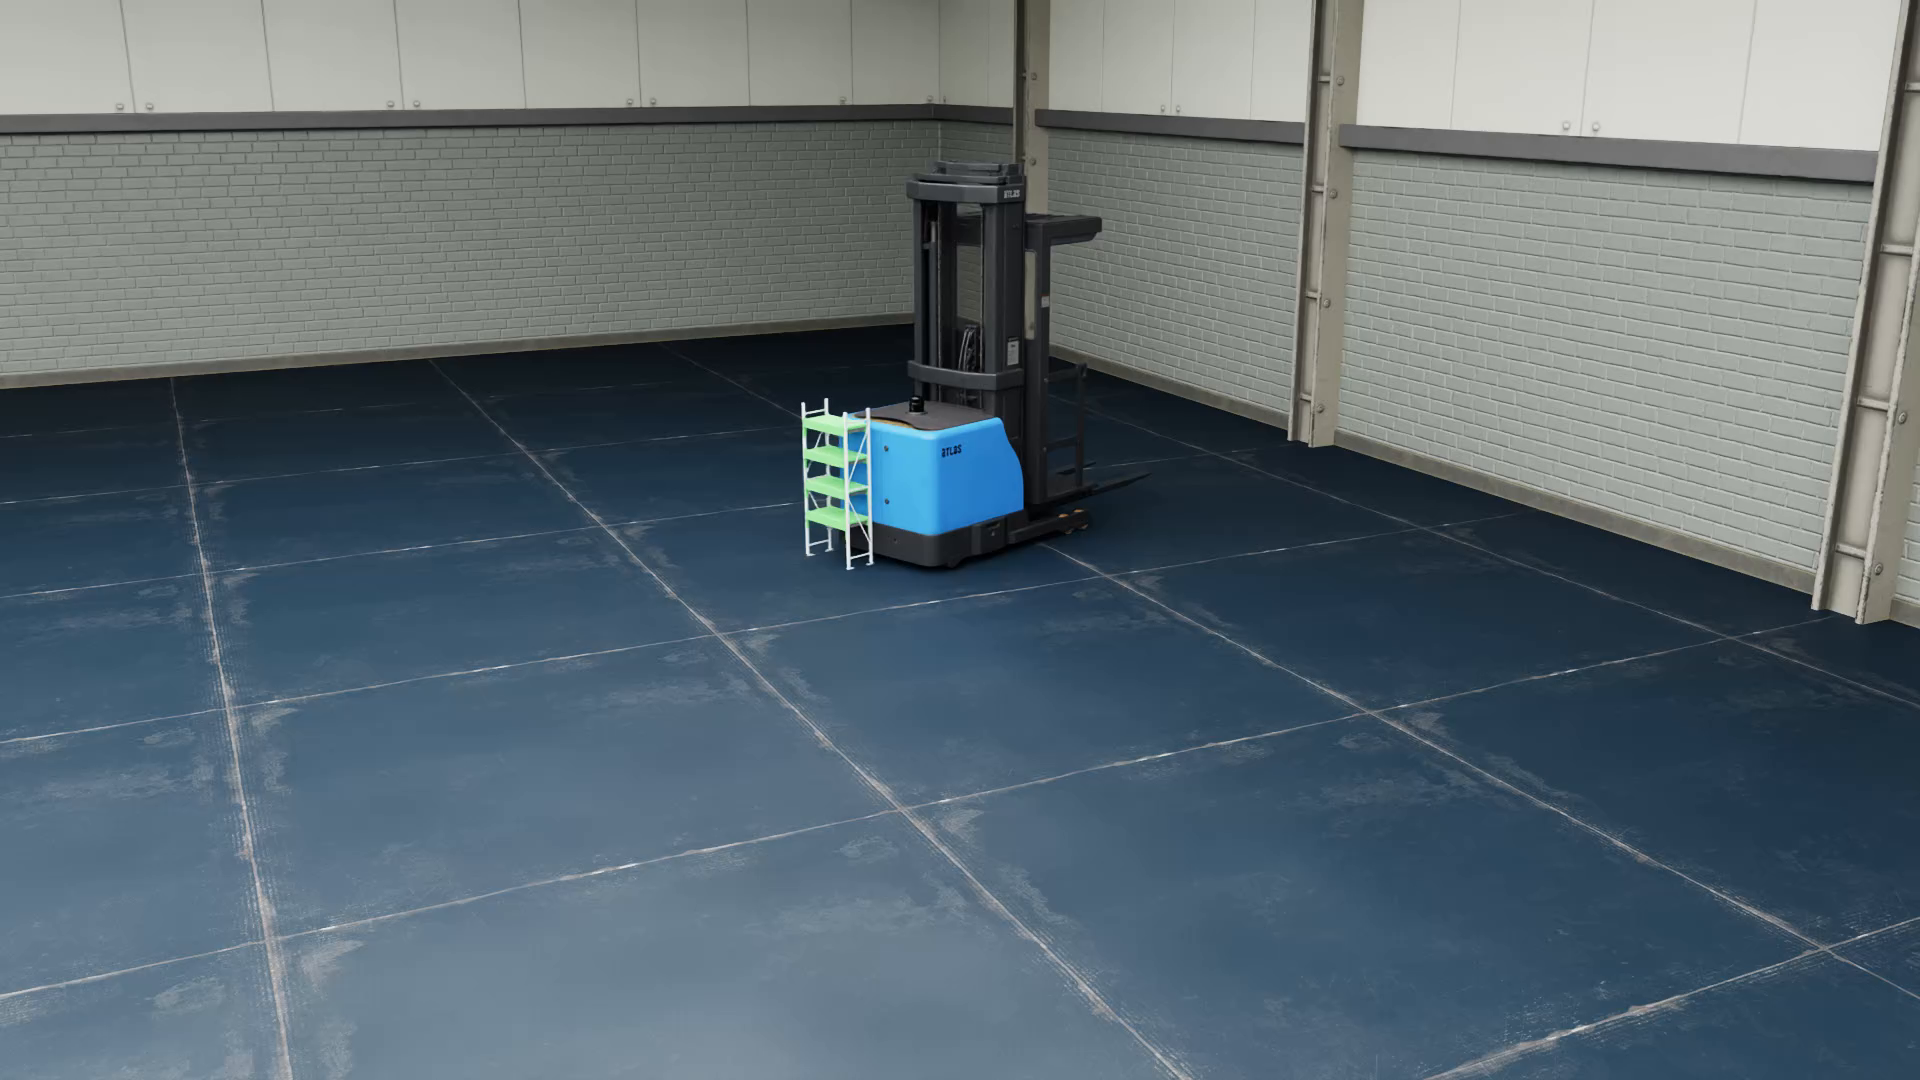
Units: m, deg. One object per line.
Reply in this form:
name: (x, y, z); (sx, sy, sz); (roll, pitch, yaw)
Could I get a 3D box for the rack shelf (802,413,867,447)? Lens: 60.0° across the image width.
rack shelf: (-0.928, -0.826, 12.444); (0.258, 0.148, 0.480); (-15, 22, -41)

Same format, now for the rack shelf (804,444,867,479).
rack shelf: (-0.927, -0.596, 12.511); (0.258, 0.148, 0.480); (-15, 22, -41)

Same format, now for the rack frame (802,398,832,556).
rack frame: (-1.095, -0.475, 12.730); (0.240, 1.200, 0.015); (-15, 22, -41)

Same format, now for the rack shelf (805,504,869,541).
rack shelf: (-0.925, -0.135, 12.645); (0.258, 0.148, 0.480); (-15, 22, -41)

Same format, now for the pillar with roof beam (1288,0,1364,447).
pillar with roof beam: (-0.344, -4.788, 13.620); (9.100, 9.000, 0.400); (-8, 18, -25)

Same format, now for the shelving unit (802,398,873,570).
shelving unit: (-0.926, -0.427, 12.560); (0.258, 1.200, 0.503); (-15, 22, -41)

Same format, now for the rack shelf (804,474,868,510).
rack shelf: (-0.926, -0.365, 12.578); (0.258, 0.148, 0.480); (-15, 22, -41)

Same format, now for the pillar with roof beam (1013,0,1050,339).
pillar with roof beam: (-2.972, -6.275, 18.804); (9.100, 9.000, 0.400); (-8, 18, -25)

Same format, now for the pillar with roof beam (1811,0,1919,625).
pillar with roof beam: (2.285, -3.300, 8.436); (9.100, 9.000, 0.400); (-8, 18, -25)

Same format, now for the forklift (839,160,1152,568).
forklift: (0.419, -1.537, 13.293); (1.130, 2.935, 3.031); (14, 21, 40)

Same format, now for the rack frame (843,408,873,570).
rack frame: (-0.758, -0.378, 12.390); (0.240, 1.200, 0.015); (-15, 22, -41)
